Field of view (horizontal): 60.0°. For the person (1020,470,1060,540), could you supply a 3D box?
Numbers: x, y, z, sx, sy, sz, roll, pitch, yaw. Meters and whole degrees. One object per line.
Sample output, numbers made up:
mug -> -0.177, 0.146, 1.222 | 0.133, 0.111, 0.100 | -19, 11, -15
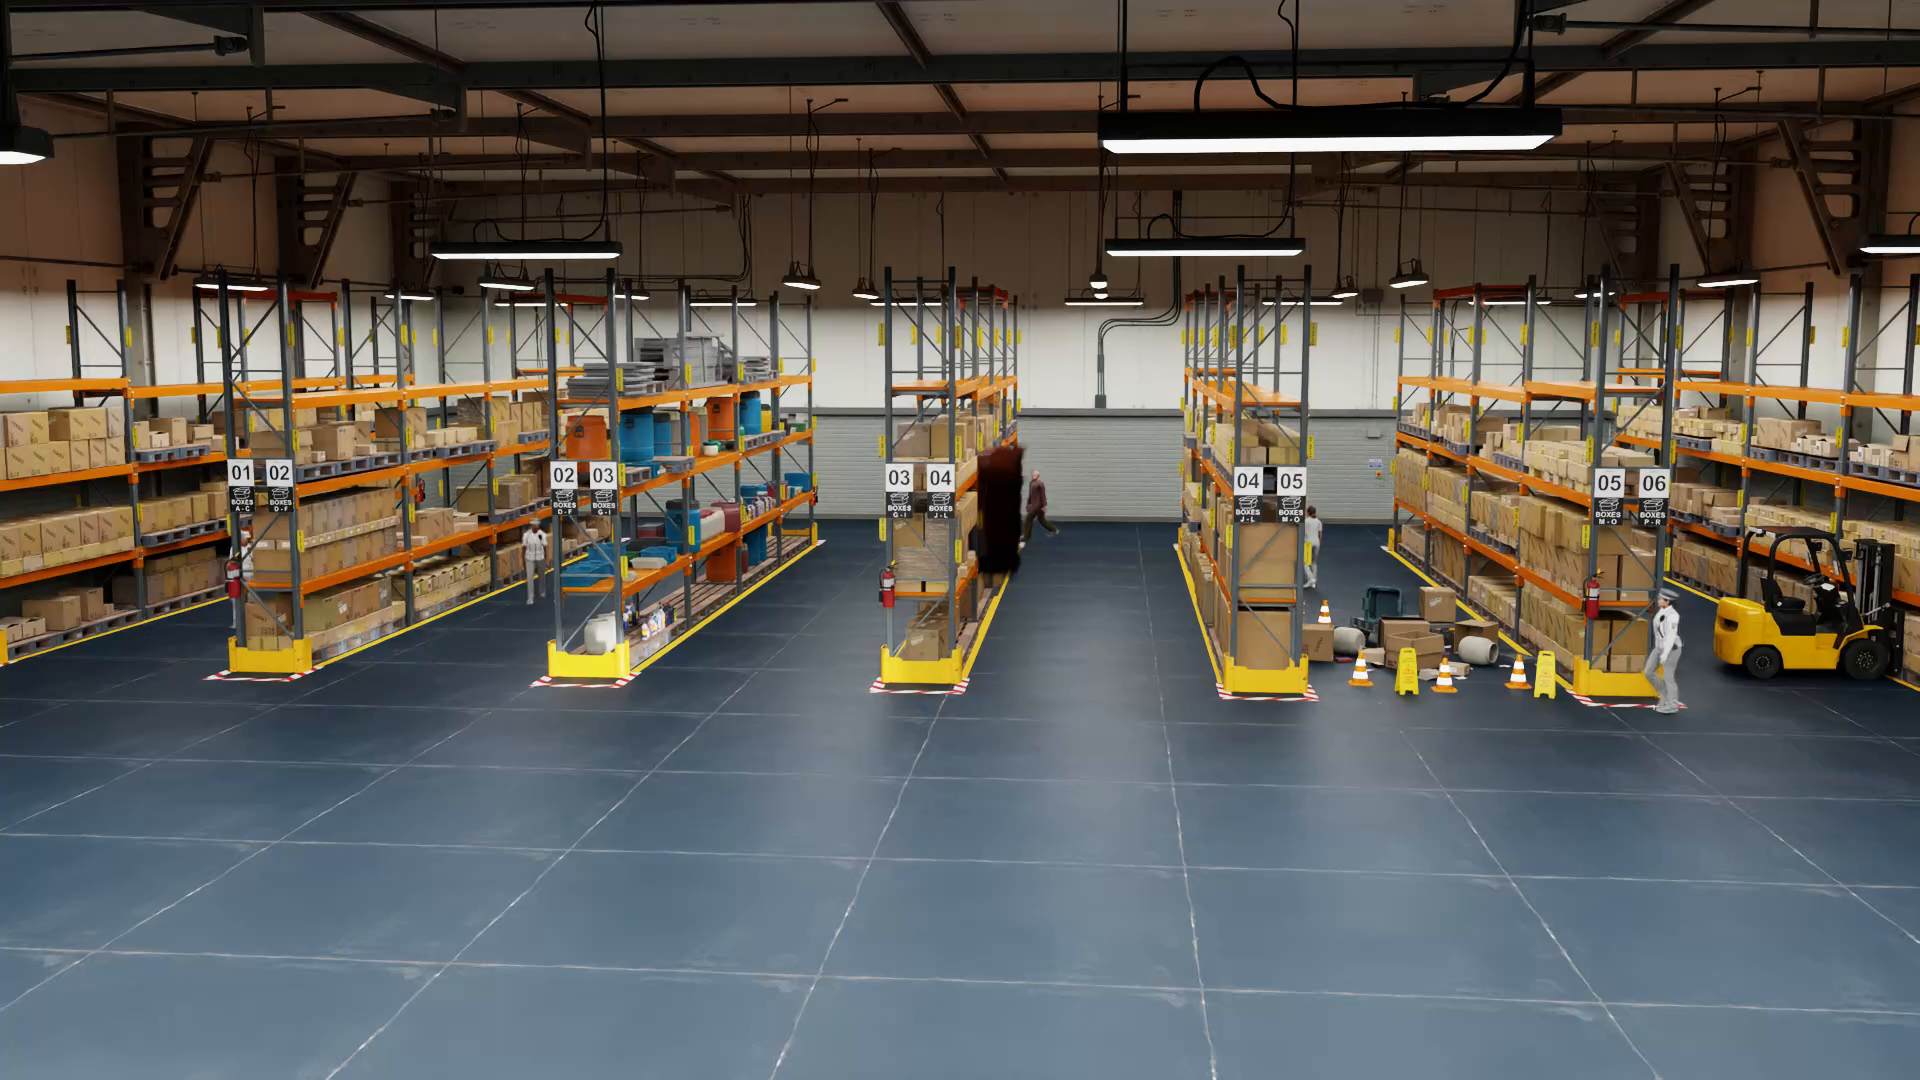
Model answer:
person -> 1.932, -0.866, 41.183 | 1.112, 1.736, 0.545 | -1, 7, -5

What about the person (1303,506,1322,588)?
person -> 7.079, 0.143, 33.390 | 0.508, 1.645, 0.578 | -2, 7, -19

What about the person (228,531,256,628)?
person -> -12.532, 0.679, 29.102 | 0.513, 1.655, 0.746 | -2, 7, -19

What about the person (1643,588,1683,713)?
person -> 9.404, 1.478, 22.155 | 0.431, 1.698, 0.481 | -1, 7, -6

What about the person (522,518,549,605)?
person -> -8.026, 0.362, 31.416 | 0.503, 1.603, 1.063 | -1, 7, -10
